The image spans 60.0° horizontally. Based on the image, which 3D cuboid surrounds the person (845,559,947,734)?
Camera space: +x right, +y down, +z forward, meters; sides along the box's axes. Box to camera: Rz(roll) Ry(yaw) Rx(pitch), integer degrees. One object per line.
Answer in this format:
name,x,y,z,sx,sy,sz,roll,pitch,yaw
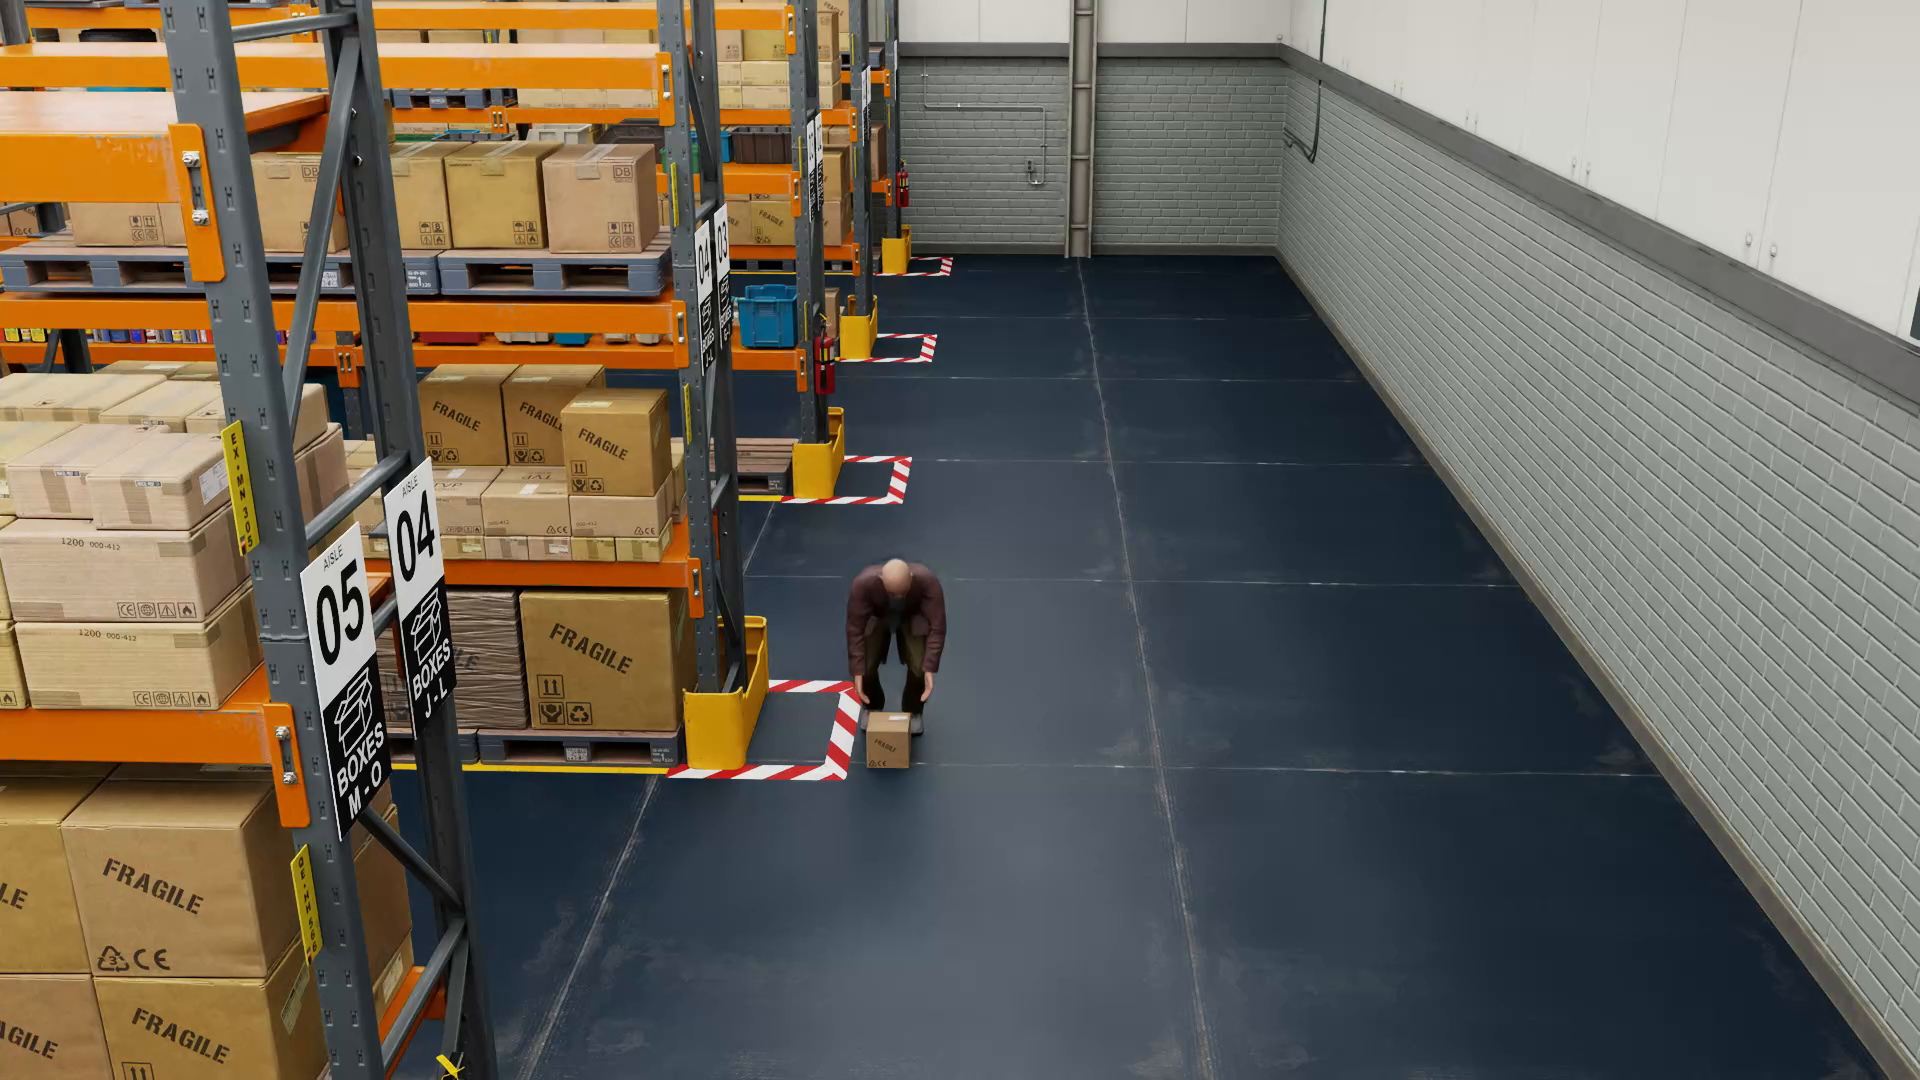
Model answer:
person,-0.392,0.602,10.279,0.631,1.226,0.803,1,20,2
